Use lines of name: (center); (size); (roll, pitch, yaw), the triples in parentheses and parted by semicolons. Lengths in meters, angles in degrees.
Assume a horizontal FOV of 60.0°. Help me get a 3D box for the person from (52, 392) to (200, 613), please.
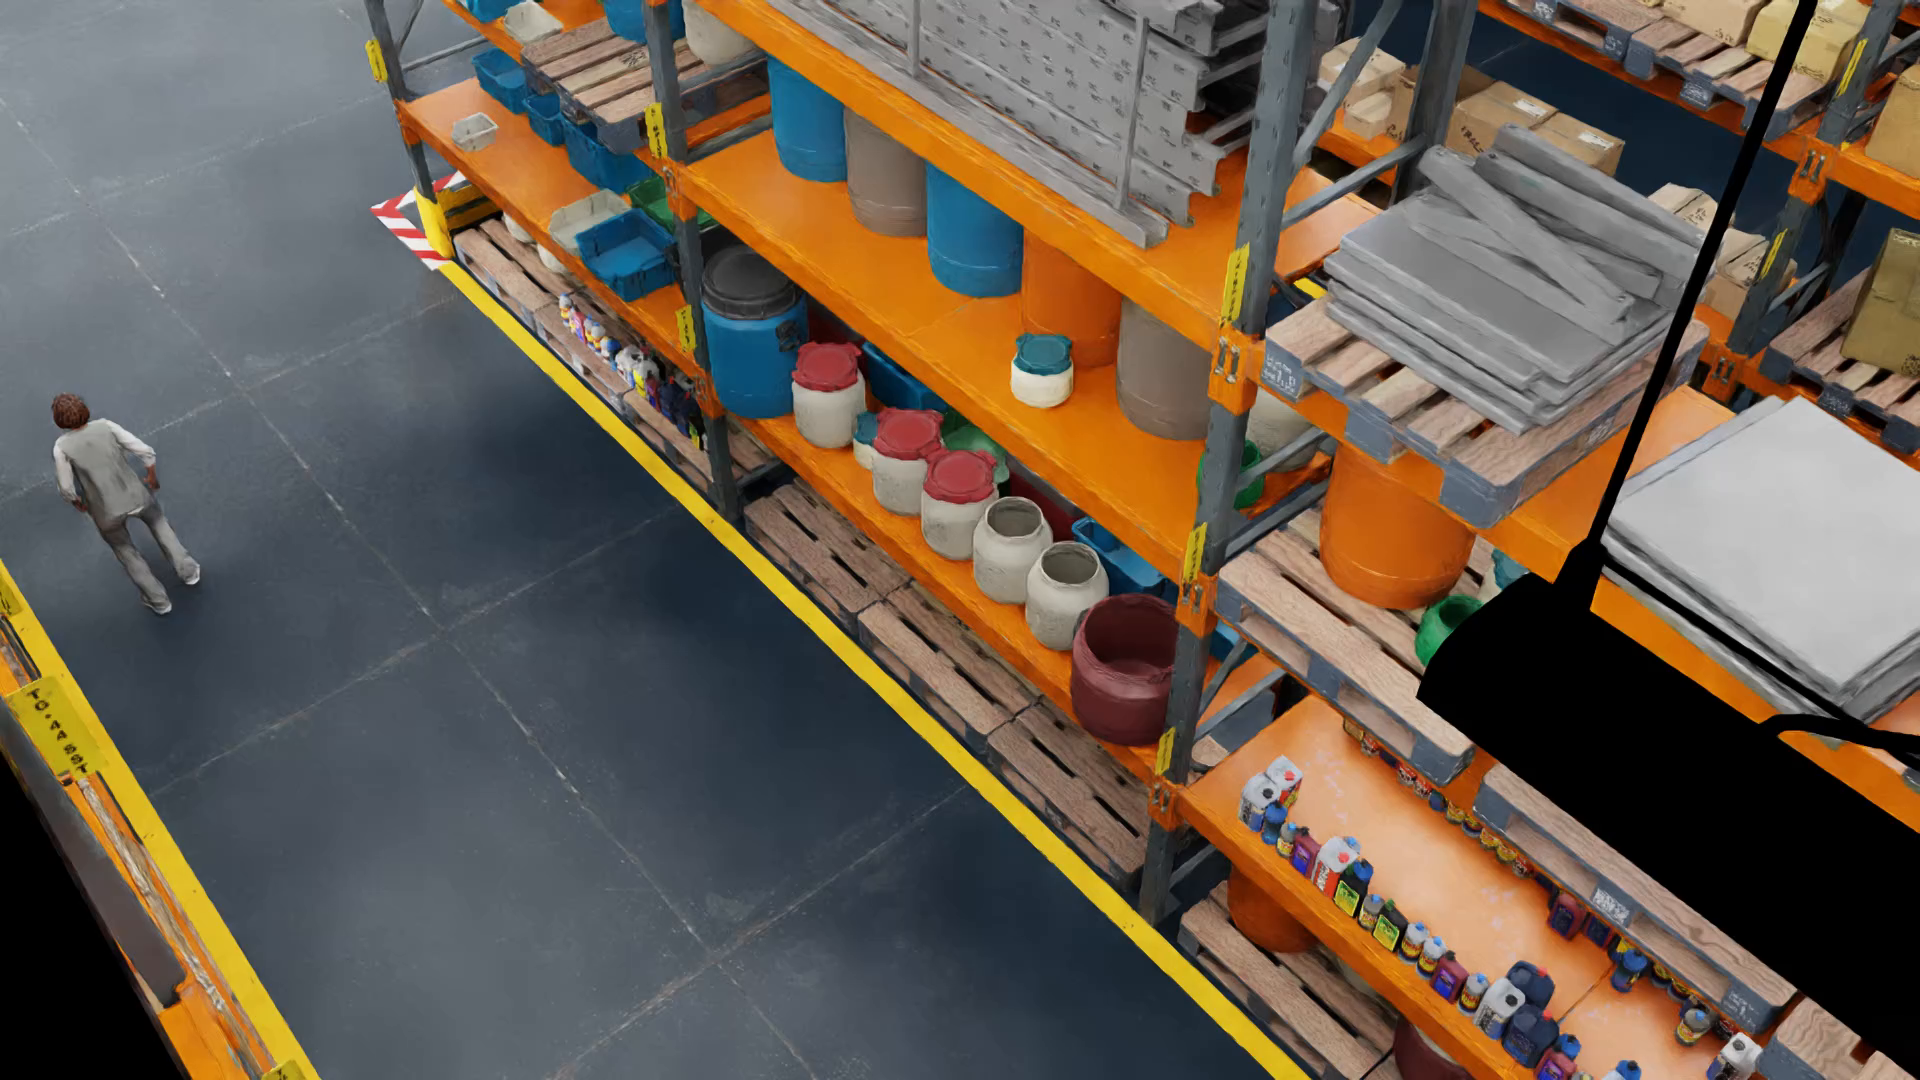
person: (-5.113, -0.234, 10.152); (0.566, 1.541, 0.519); (-34, 55, -28)
